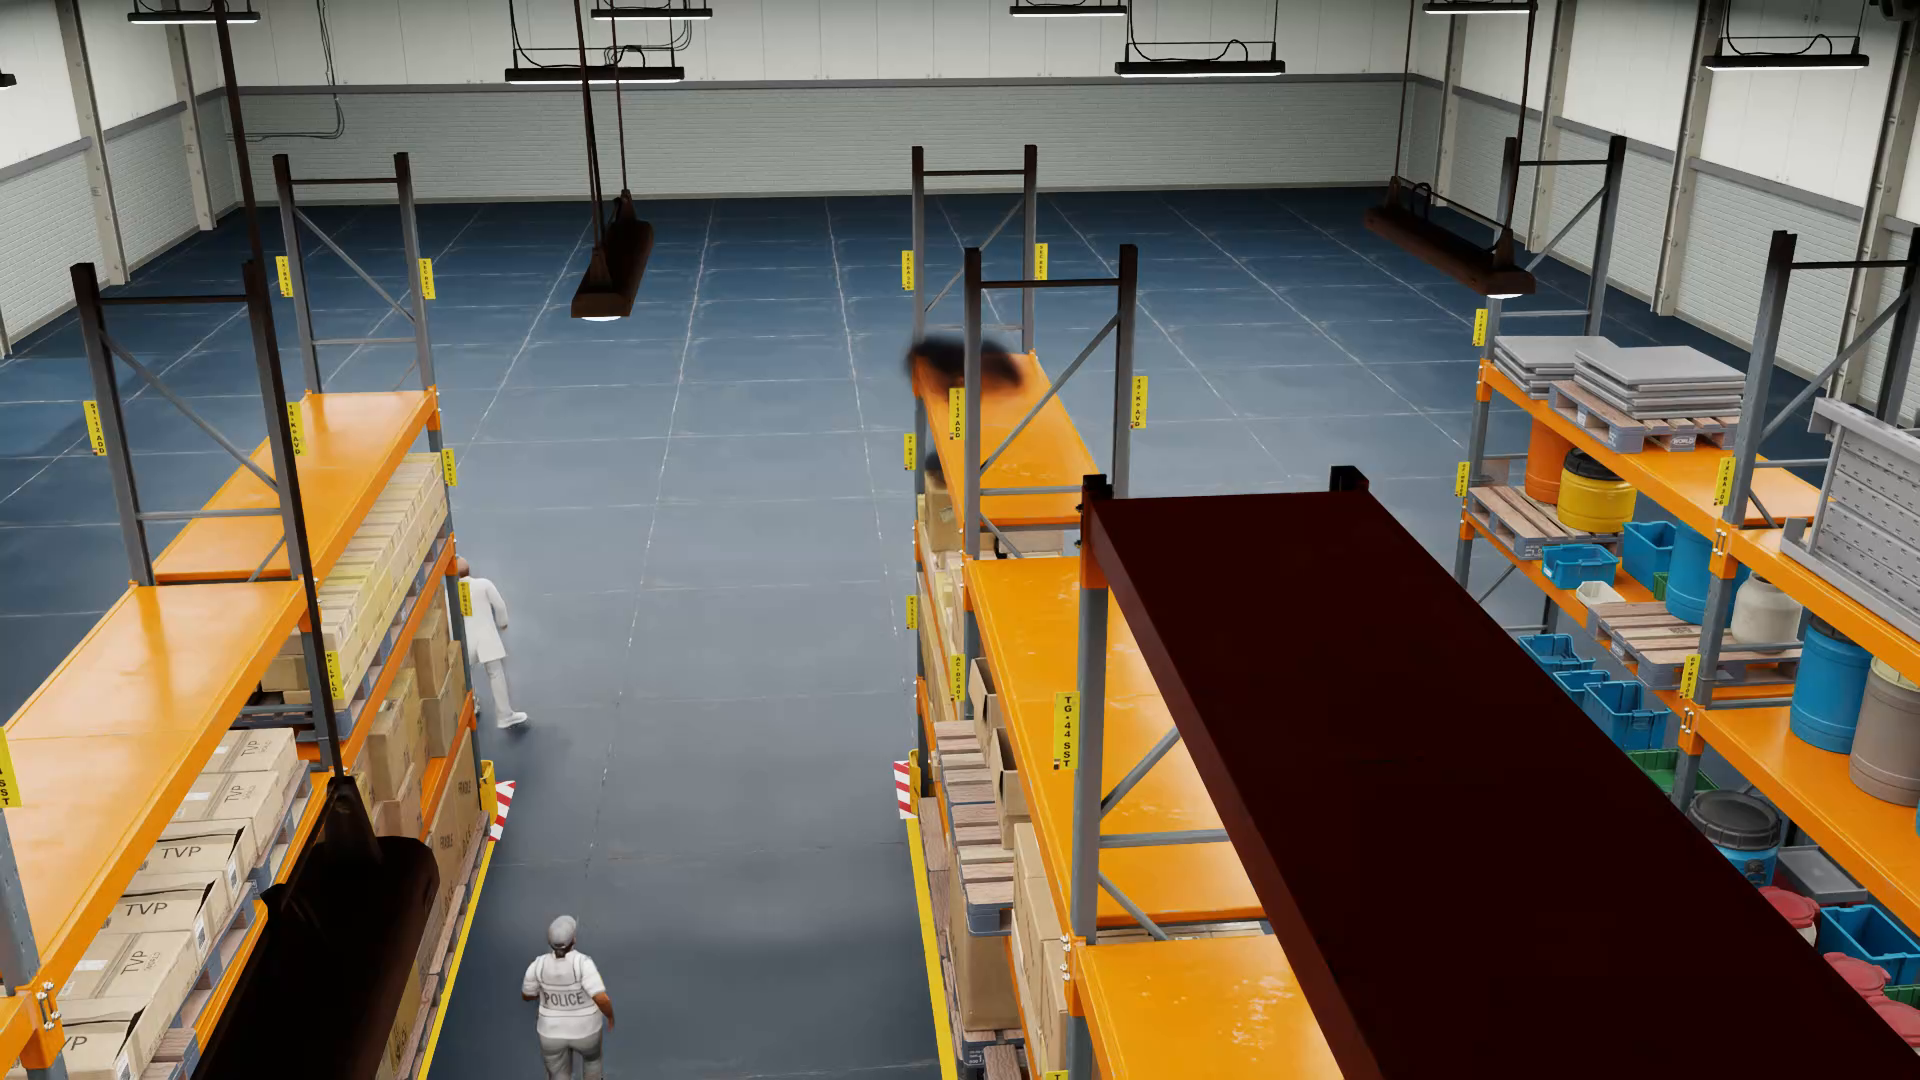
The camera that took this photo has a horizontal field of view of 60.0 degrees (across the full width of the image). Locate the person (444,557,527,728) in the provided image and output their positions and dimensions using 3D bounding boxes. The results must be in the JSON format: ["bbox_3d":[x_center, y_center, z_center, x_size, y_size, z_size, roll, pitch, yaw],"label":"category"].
[{"bbox_3d":[-4.872,0.998,16.759,0.722,1.715,1.050,-10,24,-24],"label":"person"}]

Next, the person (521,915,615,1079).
[{"bbox_3d":[-2.591,3.308,11.072,0.612,1.724,0.761,-2,22,-6],"label":"person"}]
